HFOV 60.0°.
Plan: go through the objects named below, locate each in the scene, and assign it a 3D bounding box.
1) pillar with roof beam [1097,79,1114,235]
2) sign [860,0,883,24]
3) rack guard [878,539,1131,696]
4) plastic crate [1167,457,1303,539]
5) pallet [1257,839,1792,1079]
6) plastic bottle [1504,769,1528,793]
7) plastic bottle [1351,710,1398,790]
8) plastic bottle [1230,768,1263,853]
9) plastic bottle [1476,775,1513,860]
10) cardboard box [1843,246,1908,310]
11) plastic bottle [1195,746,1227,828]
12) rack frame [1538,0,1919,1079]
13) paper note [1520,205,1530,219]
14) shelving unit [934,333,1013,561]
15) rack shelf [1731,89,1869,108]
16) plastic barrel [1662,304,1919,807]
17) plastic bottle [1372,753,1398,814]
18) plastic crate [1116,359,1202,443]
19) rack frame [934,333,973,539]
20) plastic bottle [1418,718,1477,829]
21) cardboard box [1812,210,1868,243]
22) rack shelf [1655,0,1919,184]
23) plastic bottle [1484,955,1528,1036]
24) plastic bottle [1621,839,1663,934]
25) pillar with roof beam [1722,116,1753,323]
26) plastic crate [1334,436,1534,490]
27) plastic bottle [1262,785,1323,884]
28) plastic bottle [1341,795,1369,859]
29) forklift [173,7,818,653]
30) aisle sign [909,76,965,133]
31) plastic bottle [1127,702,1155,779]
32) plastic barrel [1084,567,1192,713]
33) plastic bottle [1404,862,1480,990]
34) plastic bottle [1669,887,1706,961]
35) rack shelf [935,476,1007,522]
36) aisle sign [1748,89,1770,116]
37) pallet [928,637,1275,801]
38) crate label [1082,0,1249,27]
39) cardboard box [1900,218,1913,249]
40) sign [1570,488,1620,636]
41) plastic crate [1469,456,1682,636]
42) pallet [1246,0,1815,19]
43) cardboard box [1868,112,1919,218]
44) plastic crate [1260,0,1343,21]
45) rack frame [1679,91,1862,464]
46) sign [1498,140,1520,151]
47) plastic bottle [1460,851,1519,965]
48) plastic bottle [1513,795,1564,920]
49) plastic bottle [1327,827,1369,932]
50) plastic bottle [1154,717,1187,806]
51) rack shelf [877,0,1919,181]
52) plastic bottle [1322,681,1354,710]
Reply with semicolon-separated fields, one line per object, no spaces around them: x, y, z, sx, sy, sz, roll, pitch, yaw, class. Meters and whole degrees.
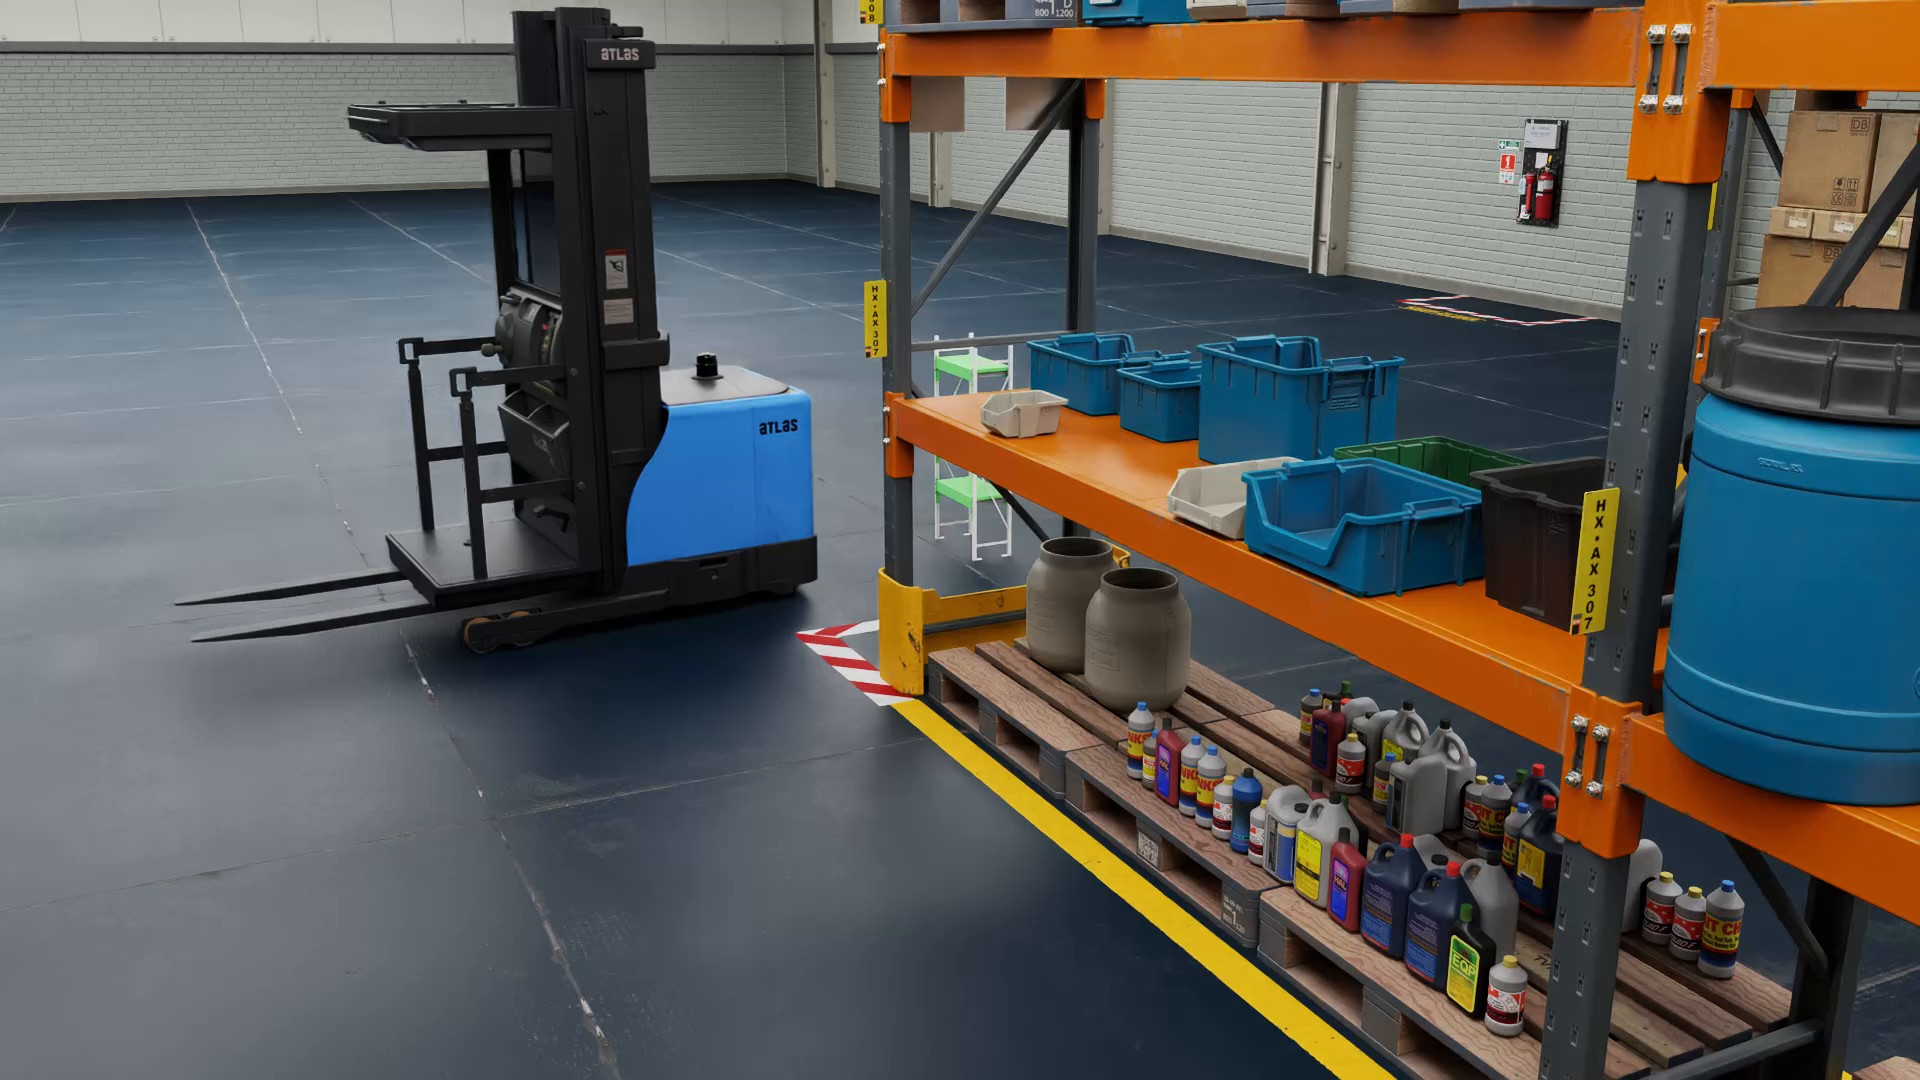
-1.629;-8.828;24.201;9.100;9.000;0.400;-8;18;-25;pillar with roof beam
-0.360;-2.254;6.714;0.100;0.325;0.005;-8;18;-25;sign
0.212;0.341;7.656;1.175;0.500;0.348;-8;18;-25;rack guard
0.950;-0.127;5.234;0.530;0.136;0.437;-8;18;-25;plastic crate
1.632;1.287;4.883;1.003;0.211;1.213;-8;18;-25;pallet
1.791;0.869;5.410;0.061;0.283;0.133;-7;17;-22;plastic bottle
1.482;0.727;5.921;0.152;0.276;0.135;-8;18;-26;plastic bottle
0.934;0.874;5.417;0.097;0.271;0.097;0;16;0;plastic bottle
1.728;0.889;5.363;0.097;0.271;0.097;0;16;0;plastic bottle
5.018;-1.272;8.565;0.700;0.500;0.500;-7;17;-23;cardboard box
0.845;0.823;5.592;0.097;0.271;0.097;0;16;0;plastic bottle
1.889;0.118;3.901;1.000;3.000;0.127;-8;18;-25;rack frame
6.434;-3.736;18.928;0.016;0.148;0.142;-8;18;-25;paper note
0.073;-0.536;9.442;0.258;1.200;0.503;-8;18;-25;shelving unit
5.467;-2.071;7.397;1.077;0.370;4.000;-8;18;-25;rack shelf
1.786;0.010;3.370;0.600;0.901;0.708;-8;18;-25;plastic barrel
1.469;0.829;5.701;0.097;0.201;0.097;0;16;0;plastic bottle
0.904;-0.553;6.508;0.499;0.251;0.408;-8;18;-25;plastic crate
-0.034;-0.596;9.653;0.240;1.200;0.015;-8;18;-25;rack frame
1.639;0.777;5.608;0.144;0.351;0.185;-8;18;-25;plastic bottle
4.687;-1.643;8.680;0.380;0.149;0.250;-8;18;-26;cardboard box
2.765;-0.482;1.858;1.077;0.370;4.000;-8;18;-25;rack shelf
1.450;1.199;4.408;0.097;0.201;0.097;0;16;0;plastic bottle
1.977;1.007;4.944;0.152;0.276;0.135;-7;17;-23;plastic bottle
3.628;-5.853;13.832;9.100;9.000;0.400;-8;18;-25;pillar with roof beam
1.548;-0.151;5.222;0.450;0.188;0.662;-8;18;-25;plastic crate
1.055;0.923;5.238;0.152;0.276;0.135;-7;18;-24;plastic bottle
1.203;0.941;5.160;0.061;0.283;0.133;-8;18;-25;plastic bottle
-2.281;-1.038;8.056;3.031;2.935;1.130;-9;18;-30;forklift
-0.158;-2.106;6.937;0.394;0.787;0.004;-8;18;-25;aisle sign
0.651;0.714;5.975;0.097;0.271;0.097;0;16;0;plastic bottle
0.713;0.399;6.673;0.421;0.512;0.421;0;16;0;plastic barrel
1.348;1.055;4.641;0.144;0.351;0.185;-8;18;-26;plastic bottle
2.099;1.095;4.774;0.097;0.201;0.097;0;16;0;plastic bottle
0.073;-0.244;9.526;0.258;0.148;0.480;-8;18;-25;rack shelf
4.287;-2.700;9.009;0.394;0.787;0.004;-8;18;-25;aisle sign
0.563;0.682;6.992;1.003;0.211;1.213;-8;18;-25;pallet
0.660;-1.740;5.207;0.502;0.251;0.408;-8;18;-25;crate label
4.904;-1.518;8.245;0.380;0.149;0.250;-8;18;-26;cardboard box
1.390;0.049;3.641;0.100;0.325;0.005;-8;18;-25;sign
1.774;0.003;4.415;0.767;0.338;0.504;-8;18;-25;plastic crate
1.485;-1.400;4.095;1.213;0.211;1.003;-8;18;-25;pallet
5.042;-1.883;8.340;0.700;0.500;0.500;-8;18;-26;cardboard box
1.243;-1.871;5.425;0.392;0.384;0.575;-8;18;-25;plastic crate
4.591;-1.471;9.440;1.000;3.000;0.127;-8;18;-25;rack frame
6.294;-4.526;19.059;0.001;0.109;0.331;-8;18;-25;sign
1.477;1.038;4.701;0.144;0.351;0.185;-8;18;-25;plastic bottle
1.779;0.947;5.017;0.144;0.351;0.185;-8;18;-25;plastic bottle
1.155;1.005;4.939;0.061;0.283;0.133;-6;17;-21;plastic bottle
0.734;0.766;5.770;0.061;0.283;0.133;-7;18;-24;plastic bottle
1.013;-1.474;5.314;1.077;0.370;4.000;-8;18;-25;rack shelf
1.403;0.650;6.176;0.061;0.283;0.133;-7;18;-24;plastic bottle
